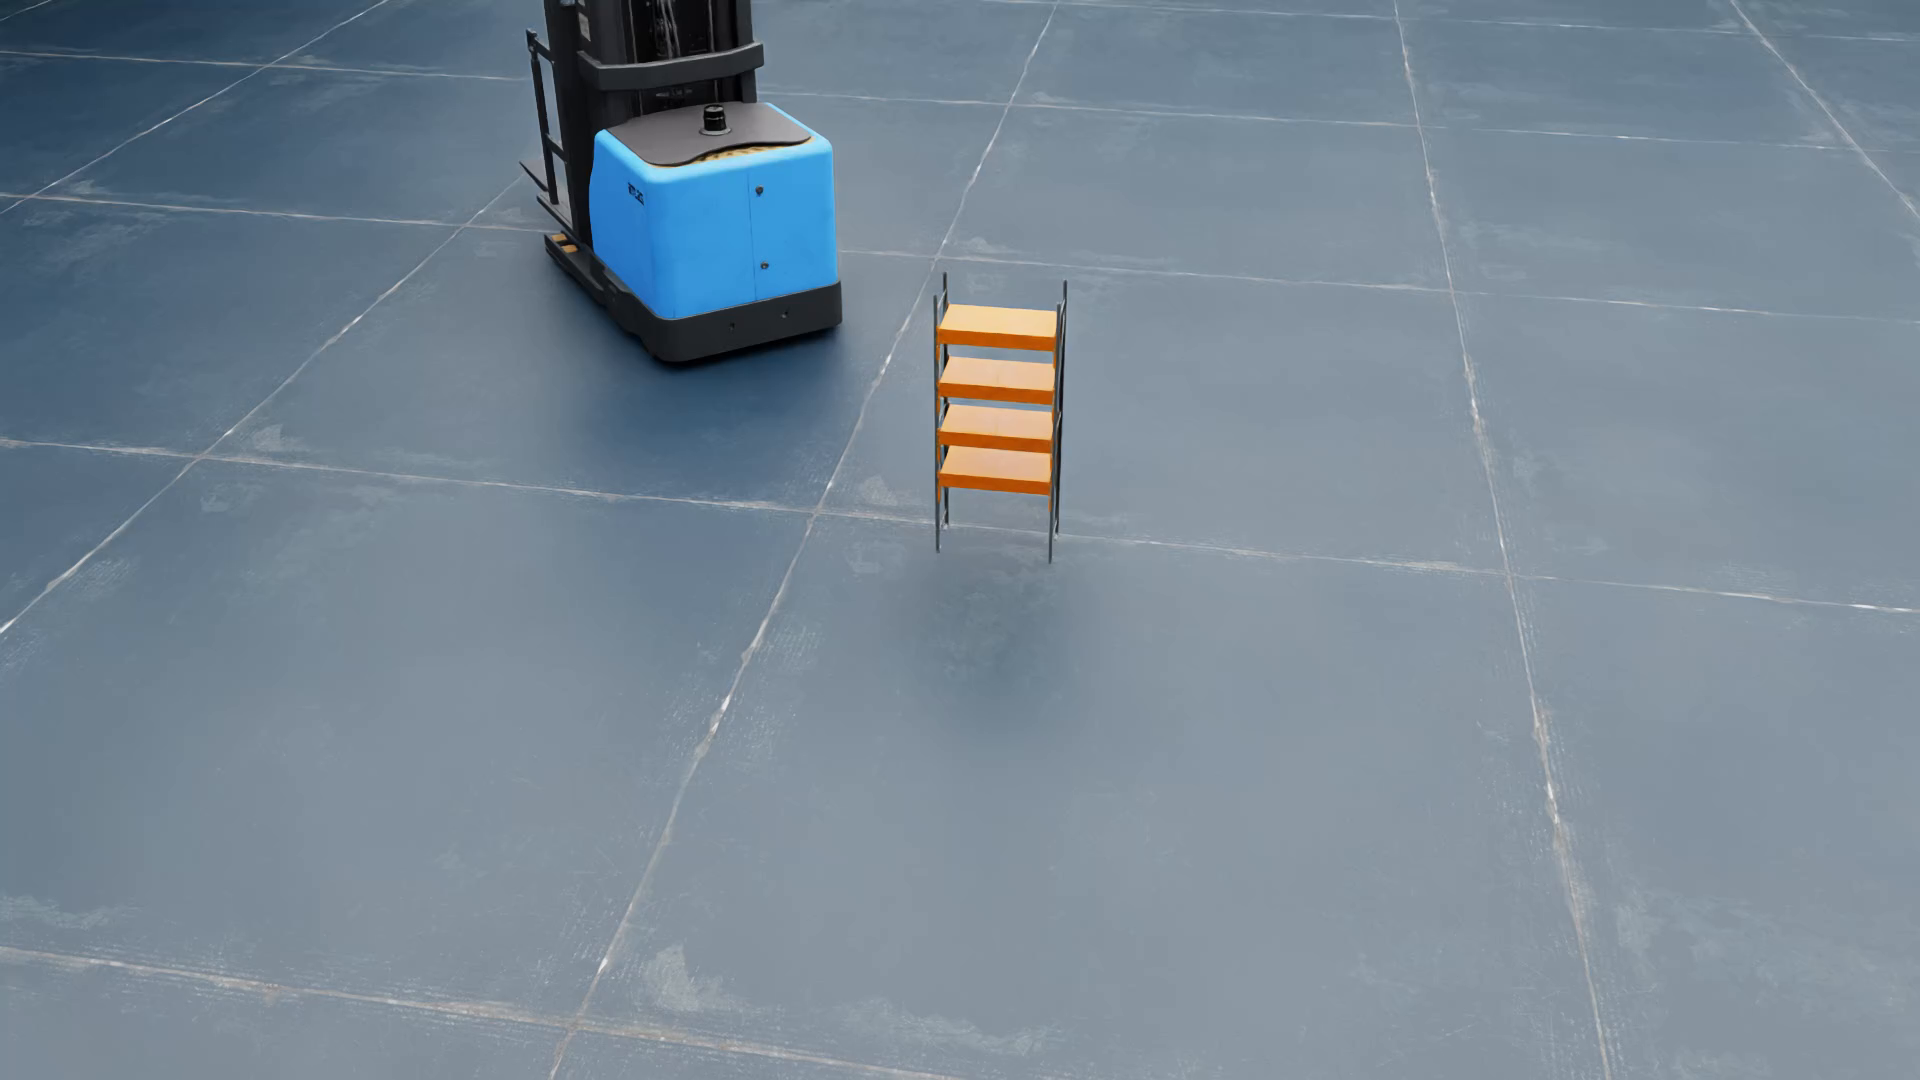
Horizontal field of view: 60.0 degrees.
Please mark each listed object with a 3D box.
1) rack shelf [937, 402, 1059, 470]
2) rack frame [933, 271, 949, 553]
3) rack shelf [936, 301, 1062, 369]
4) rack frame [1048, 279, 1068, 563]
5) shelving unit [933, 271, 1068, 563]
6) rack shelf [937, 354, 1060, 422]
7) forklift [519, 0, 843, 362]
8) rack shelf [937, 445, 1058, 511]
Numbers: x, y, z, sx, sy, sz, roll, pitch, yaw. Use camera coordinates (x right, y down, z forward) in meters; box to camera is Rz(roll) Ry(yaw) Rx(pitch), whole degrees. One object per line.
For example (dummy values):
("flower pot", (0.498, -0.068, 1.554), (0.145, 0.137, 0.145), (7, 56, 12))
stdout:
("rack shelf", (0.163, -0.437, 6.944), (0.480, 0.148, 0.258), (5, 32, 8))
("rack frame", (-0.077, -0.516, 6.943), (0.015, 1.200, 0.240), (5, 32, 8))
("rack shelf", (0.163, -0.827, 6.700), (0.480, 0.148, 0.258), (5, 32, 8))
("rack frame", (0.404, -0.472, 6.873), (0.015, 1.200, 0.240), (5, 32, 8))
("shelving unit", (0.163, -0.494, 6.908), (0.503, 1.200, 0.258), (5, 32, 8))
("rack shelf", (0.163, -0.626, 6.825), (0.480, 0.148, 0.258), (5, 32, 8))
("forklift", (-1.807, -2.913, 9.141), (1.130, 2.935, 3.031), (-17, 36, -25))
("rack shelf", (0.163, -0.268, 7.049), (0.480, 0.148, 0.258), (5, 32, 8))
